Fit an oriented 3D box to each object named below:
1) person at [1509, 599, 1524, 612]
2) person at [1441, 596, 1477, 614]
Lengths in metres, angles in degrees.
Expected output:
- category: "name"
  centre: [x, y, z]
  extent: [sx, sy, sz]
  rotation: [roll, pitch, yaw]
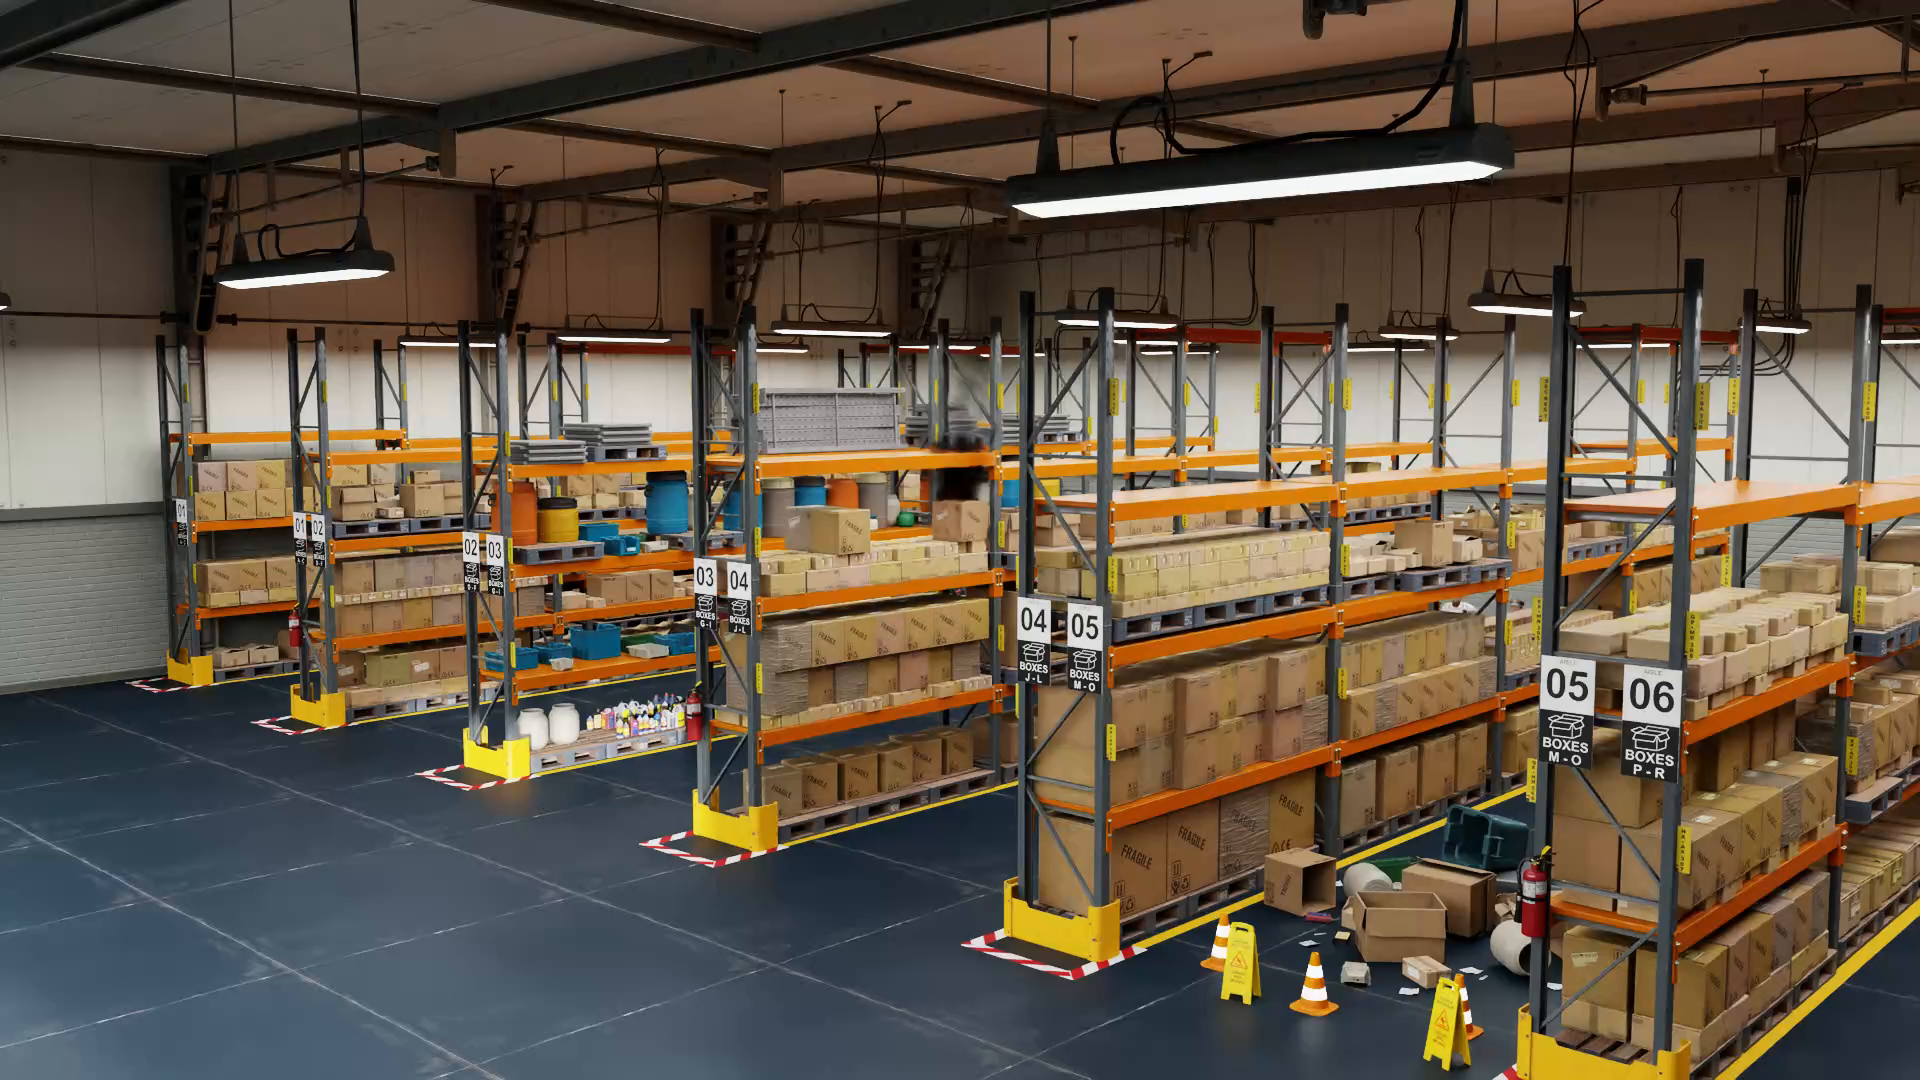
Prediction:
- category: "person"
  centre: [9.028, 1.790, 27.088]
  extent: [0.584, 1.689, 0.847]
  rotation: [3, 6, 33]
- category: "person"
  centre: [8.317, 1.685, 27.821]
  extent: [0.617, 1.836, 0.877]
  rotation: [4, 7, 36]
